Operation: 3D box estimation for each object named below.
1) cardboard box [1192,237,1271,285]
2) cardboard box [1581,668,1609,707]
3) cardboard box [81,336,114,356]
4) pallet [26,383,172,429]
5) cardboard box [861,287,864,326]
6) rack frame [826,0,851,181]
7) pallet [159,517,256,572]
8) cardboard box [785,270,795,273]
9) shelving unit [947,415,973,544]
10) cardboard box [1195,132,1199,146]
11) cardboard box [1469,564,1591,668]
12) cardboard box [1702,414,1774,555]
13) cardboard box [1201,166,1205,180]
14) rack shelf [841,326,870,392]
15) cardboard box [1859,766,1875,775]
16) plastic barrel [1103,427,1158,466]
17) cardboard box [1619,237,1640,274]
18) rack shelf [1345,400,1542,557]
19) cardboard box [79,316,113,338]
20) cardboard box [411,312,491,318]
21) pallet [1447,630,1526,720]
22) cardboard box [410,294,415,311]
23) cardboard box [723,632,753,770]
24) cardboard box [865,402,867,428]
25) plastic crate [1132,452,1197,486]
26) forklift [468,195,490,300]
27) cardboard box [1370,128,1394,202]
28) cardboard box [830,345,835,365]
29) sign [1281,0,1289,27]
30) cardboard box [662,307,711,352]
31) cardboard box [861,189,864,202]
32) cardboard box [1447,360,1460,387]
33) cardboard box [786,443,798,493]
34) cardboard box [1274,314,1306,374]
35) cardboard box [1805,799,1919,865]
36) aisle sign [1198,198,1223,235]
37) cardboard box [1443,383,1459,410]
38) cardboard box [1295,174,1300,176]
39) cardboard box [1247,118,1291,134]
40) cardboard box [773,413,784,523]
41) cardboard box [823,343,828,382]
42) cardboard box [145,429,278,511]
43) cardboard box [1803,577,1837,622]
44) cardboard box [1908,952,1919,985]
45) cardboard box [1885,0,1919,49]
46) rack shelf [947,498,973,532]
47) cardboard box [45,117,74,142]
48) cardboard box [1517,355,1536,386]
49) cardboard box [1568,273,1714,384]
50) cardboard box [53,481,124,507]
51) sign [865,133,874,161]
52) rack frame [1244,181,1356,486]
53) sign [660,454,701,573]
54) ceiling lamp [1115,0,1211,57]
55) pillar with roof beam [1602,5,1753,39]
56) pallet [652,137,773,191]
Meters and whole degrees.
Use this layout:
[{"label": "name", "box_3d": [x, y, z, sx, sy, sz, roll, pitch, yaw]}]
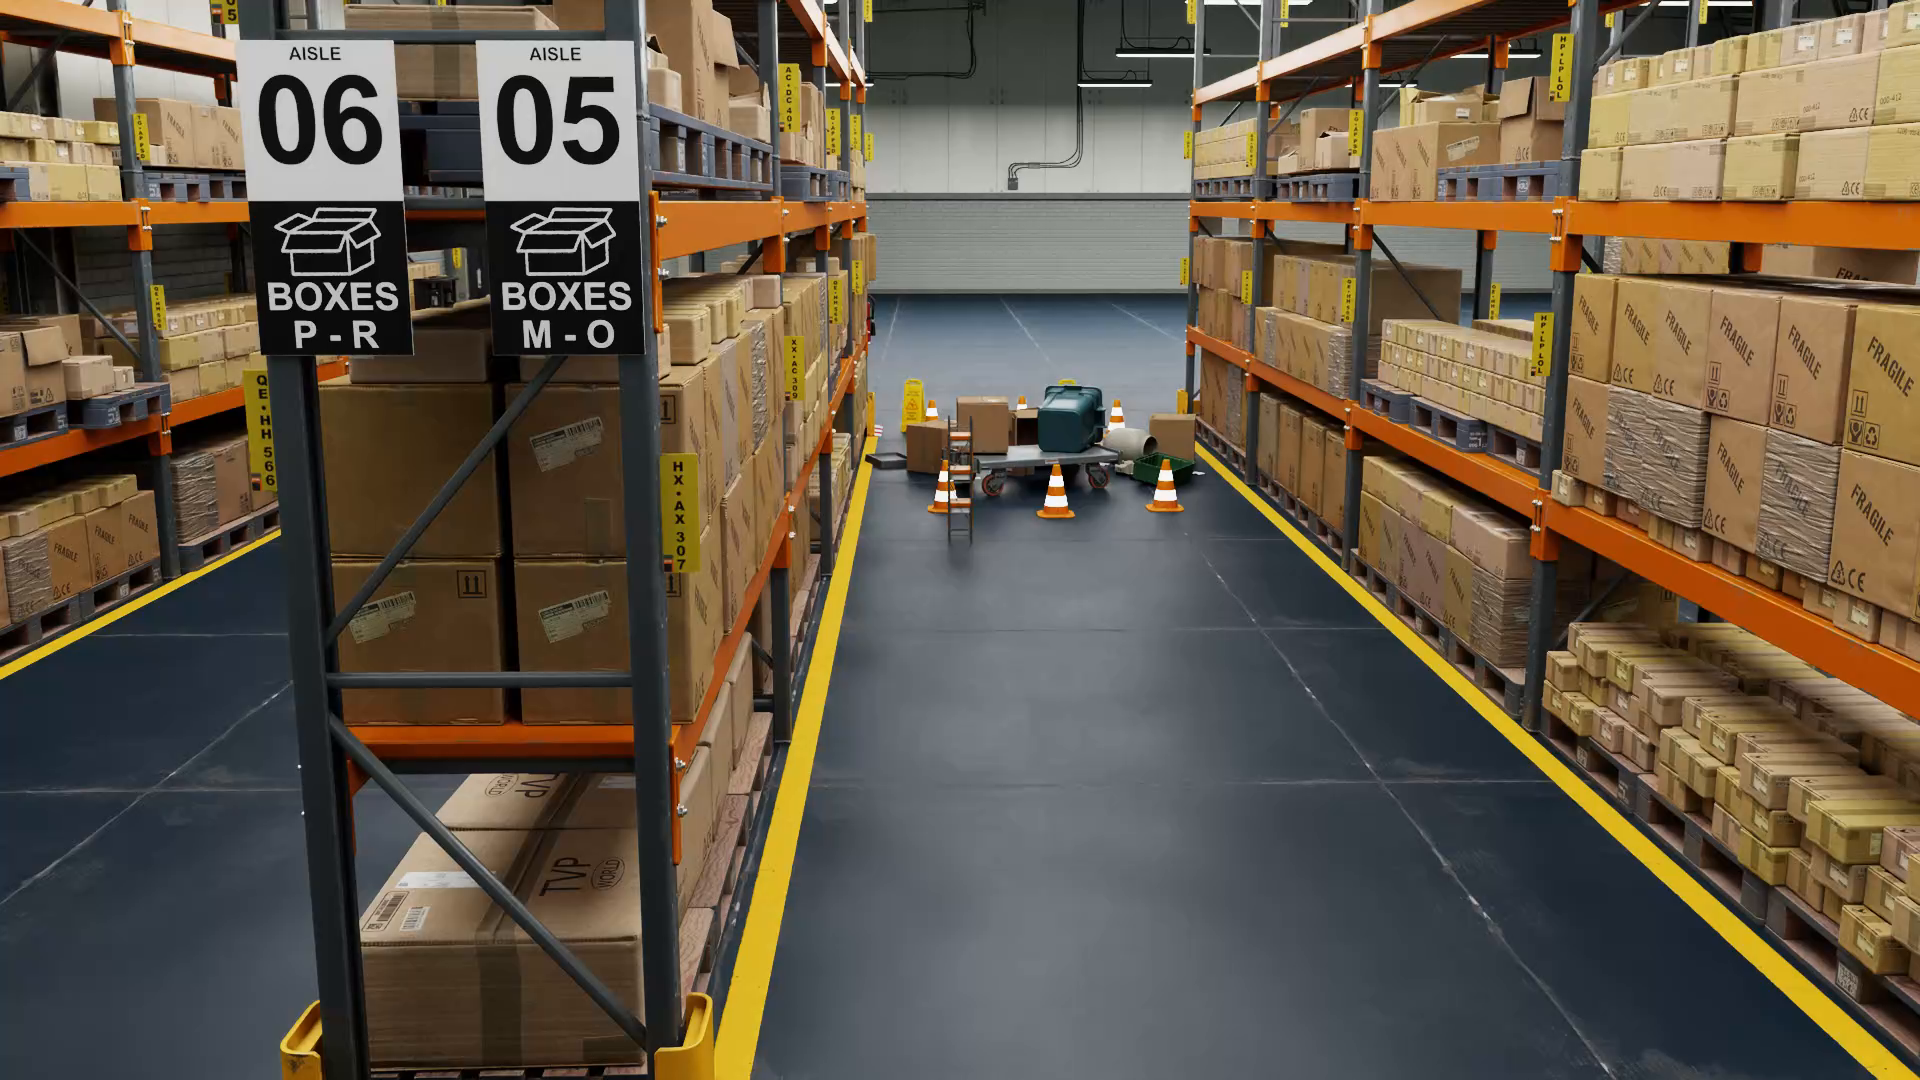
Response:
[{"label": "cardboard box", "box_3d": [3.276, -3.357, 19.969, 0.875, 0.550, 0.550, 0, 11, -1]}, {"label": "cardboard box", "box_3d": [3.337, 0.726, 8.302, 0.380, 0.149, 0.250, 0, 11, -1]}, {"label": "cardboard box", "box_3d": [-6.725, -1.436, 12.713, 0.500, 0.250, 0.500, 0, 11, 0]}, {"label": "pallet", "box_3d": [-6.353, -0.948, 11.670, 1.213, 0.211, 1.003, 0, 11, -1]}, {"label": "cardboard box", "box_3d": [-1.341, -2.677, 18.709, 0.500, 0.500, 0.500, 0, 11, -1]}, {"label": "rack frame", "box_3d": [-1.558, -4.933, 15.740, 1.000, 3.000, 0.127, 0, 11, -1]}, {"label": "pallet", "box_3d": [-6.415, 0.026, 13.398, 1.003, 0.211, 1.213, 0, 11, -1]}, {"label": "cardboard box", "box_3d": [-1.835, -2.299, 15.790, 0.500, 0.500, 0.500, 0, 11, 0]}, {"label": "shelving unit", "box_3d": [0.001, -0.504, 13.902, 0.215, 1.050, 0.252, 0, 11, -1]}, {"label": "cardboard box", "box_3d": [2.995, -4.753, 19.718, 0.380, 0.149, 0.250, 0, 11, -1]}, {"label": "cardboard box", "box_3d": [3.287, 0.430, 9.624, 0.500, 0.500, 0.500, 0, 11, -2]}, {"label": "cardboard box", "box_3d": [3.345, -0.233, 6.664, 0.500, 0.500, 0.500, 0, 11, 2]}, {"label": "cardboard box", "box_3d": [3.004, -4.260, 19.293, 0.380, 0.149, 0.250, 0, 11, -1]}, {"label": "rack shelf", "box_3d": [-1.599, -2.038, 18.368, 1.077, 0.370, 4.000, 0, 11, -1]}, {"label": "cardboard box", "box_3d": [3.796, 1.032, 6.793, 0.380, 0.149, 0.250, 0, 11, 2]}, {"label": "plastic barrel", "box_3d": [1.832, -0.990, 17.873, 0.512, 0.421, 0.421, 9, 15, 38]}, {"label": "cardboard box", "box_3d": [8.010, -3.303, 19.283, 0.500, 0.500, 0.500, 0, 11, -1]}, {"label": "rack shelf", "box_3d": [3.513, -0.488, 10.729, 1.077, 0.370, 4.000, 0, 11, -1]}, {"label": "cardboard box", "box_3d": [-6.646, -1.607, 12.553, 0.380, 0.149, 0.250, 0, 11, 1]}, {"label": "cardboard box", "box_3d": [-1.636, -0.636, 5.252, 0.380, 0.149, 0.250, 0, 11, -2]}, {"label": "pallet", "box_3d": [3.537, 0.769, 9.737, 1.003, 0.211, 1.213, 0, 11, -1]}, {"label": "cardboard box", "box_3d": [-6.318, -2.514, 18.654, 0.500, 0.500, 0.500, 0, 11, -2]}, {"label": "cardboard box", "box_3d": [-1.487, 0.773, 8.094, 0.875, 0.438, 0.875, 0, 11, -2]}, {"label": "cardboard box", "box_3d": [-1.354, -1.482, 19.678, 0.500, 0.250, 0.500, 0, 11, -1]}, {"label": "plastic crate", "box_3d": [2.076, -0.712, 16.954, 0.450, 0.188, 0.662, 17, 18, 26]}, {"label": "forklift", "box_3d": [-3.424, -1.431, 13.740, 1.130, 2.935, 3.031, -2, 12, -11]}, {"label": "cardboard box", "box_3d": [3.218, -2.642, 11.744, 0.500, 0.500, 0.500, 0, 11, -1]}, {"label": "cardboard box", "box_3d": [-1.213, -1.511, 13.540, 0.380, 0.149, 0.250, 0, 11, -1]}, {"label": "sign", "box_3d": [3.849, -6.264, 19.755, 0.100, 0.325, 0.005, 0, 11, -1]}, {"label": "cardboard box", "box_3d": [-1.031, -0.692, 5.528, 0.380, 0.149, 0.250, -1, 11, -3]}, {"label": "cardboard box", "box_3d": [-1.315, -4.016, 19.396, 0.380, 0.149, 0.250, 0, 11, -1]}, {"label": "cardboard box", "box_3d": [3.319, -1.060, 10.567, 0.380, 0.149, 0.250, 0, 11, 1]}, {"label": "cardboard box", "box_3d": [-1.137, -0.417, 8.949, 0.500, 0.250, 0.500, -1, 11, -2]}, {"label": "cardboard box", "box_3d": [3.150, -1.777, 15.021, 0.500, 0.500, 0.500, 0, 11, -1]}, {"label": "cardboard box", "box_3d": [3.293, 1.047, 5.973, 0.380, 0.149, 0.250, 0, 11, -2]}, {"label": "aisle sign", "box_3d": [3.005, -4.115, 20.260, 0.394, 0.787, 0.004, 0, 11, -1]}, {"label": "cardboard box", "box_3d": [3.313, -0.916, 10.603, 0.380, 0.149, 0.250, -1, 11, -3]}, {"label": "cardboard box", "box_3d": [3.706, -3.859, 17.318, 0.380, 0.149, 0.250, 0, 11, -2]}, {"label": "cardboard box", "box_3d": [3.063, -4.097, 16.484, 0.380, 0.149, 0.250, 0, 11, -2]}, {"label": "cardboard box", "box_3d": [-1.127, -0.360, 8.039, 0.500, 0.500, 0.500, 0, 11, -1]}, {"label": "cardboard box", "box_3d": [-1.211, -1.274, 11.913, 0.500, 0.250, 0.500, 0, 11, -1]}, {"label": "cardboard box", "box_3d": [-6.472, -0.606, 14.419, 0.875, 0.625, 0.625, -1, 11, -4]}, {"label": "cardboard box", "box_3d": [3.356, 0.209, 6.115, 0.380, 0.149, 0.250, -1, 11, -4]}, {"label": "cardboard box", "box_3d": [3.418, 1.440, 5.531, 0.380, 0.149, 0.250, 0, 11, 0]}, {"label": "cardboard box", "box_3d": [3.310, -1.702, 5.477, 0.380, 0.149, 0.250, 0, 11, 0]}, {"label": "rack shelf", "box_3d": [0.001, -0.221, 13.960, 0.215, 0.259, 0.240, 0, 11, -1]}, {"label": "cardboard box", "box_3d": [-6.179, -2.742, 11.111, 0.380, 0.149, 0.250, -1, 11, -3]}, {"label": "cardboard box", "box_3d": [3.345, -0.949, 9.274, 0.380, 0.149, 0.250, -1, 11, -3]}, {"label": "cardboard box", "box_3d": [3.320, -1.037, 8.111, 0.500, 0.500, 0.500, 0, 11, 0]}, {"label": "cardboard box", "box_3d": [-6.137, -0.324, 11.710, 0.380, 0.149, 0.250, -1, 11, -4]}, {"label": "sign", "box_3d": [-1.085, -4.690, 19.861, 0.100, 0.325, 0.005, 0, 11, -1]}, {"label": "rack frame", "box_3d": [3.389, -2.033, 16.536, 1.000, 3.000, 0.127, 0, 11, -1]}, {"label": "sign", "box_3d": [-0.755, -0.071, 4.490, 0.100, 0.325, 0.005, 0, 11, -1]}, {"label": "ceiling lamp", "box_3d": [4.296, -11.860, 35.203, 2.000, 3.185, 0.800, 0, 11, -1]}, {"label": "pillar with roof beam", "box_3d": [19.080, -11.640, 48.800, 9.100, 9.000, 0.548, 0, 11, -1]}, {"label": "pallet", "box_3d": [-1.386, -1.666, 7.407, 1.003, 0.211, 1.213, 0, 11, -1]}]
